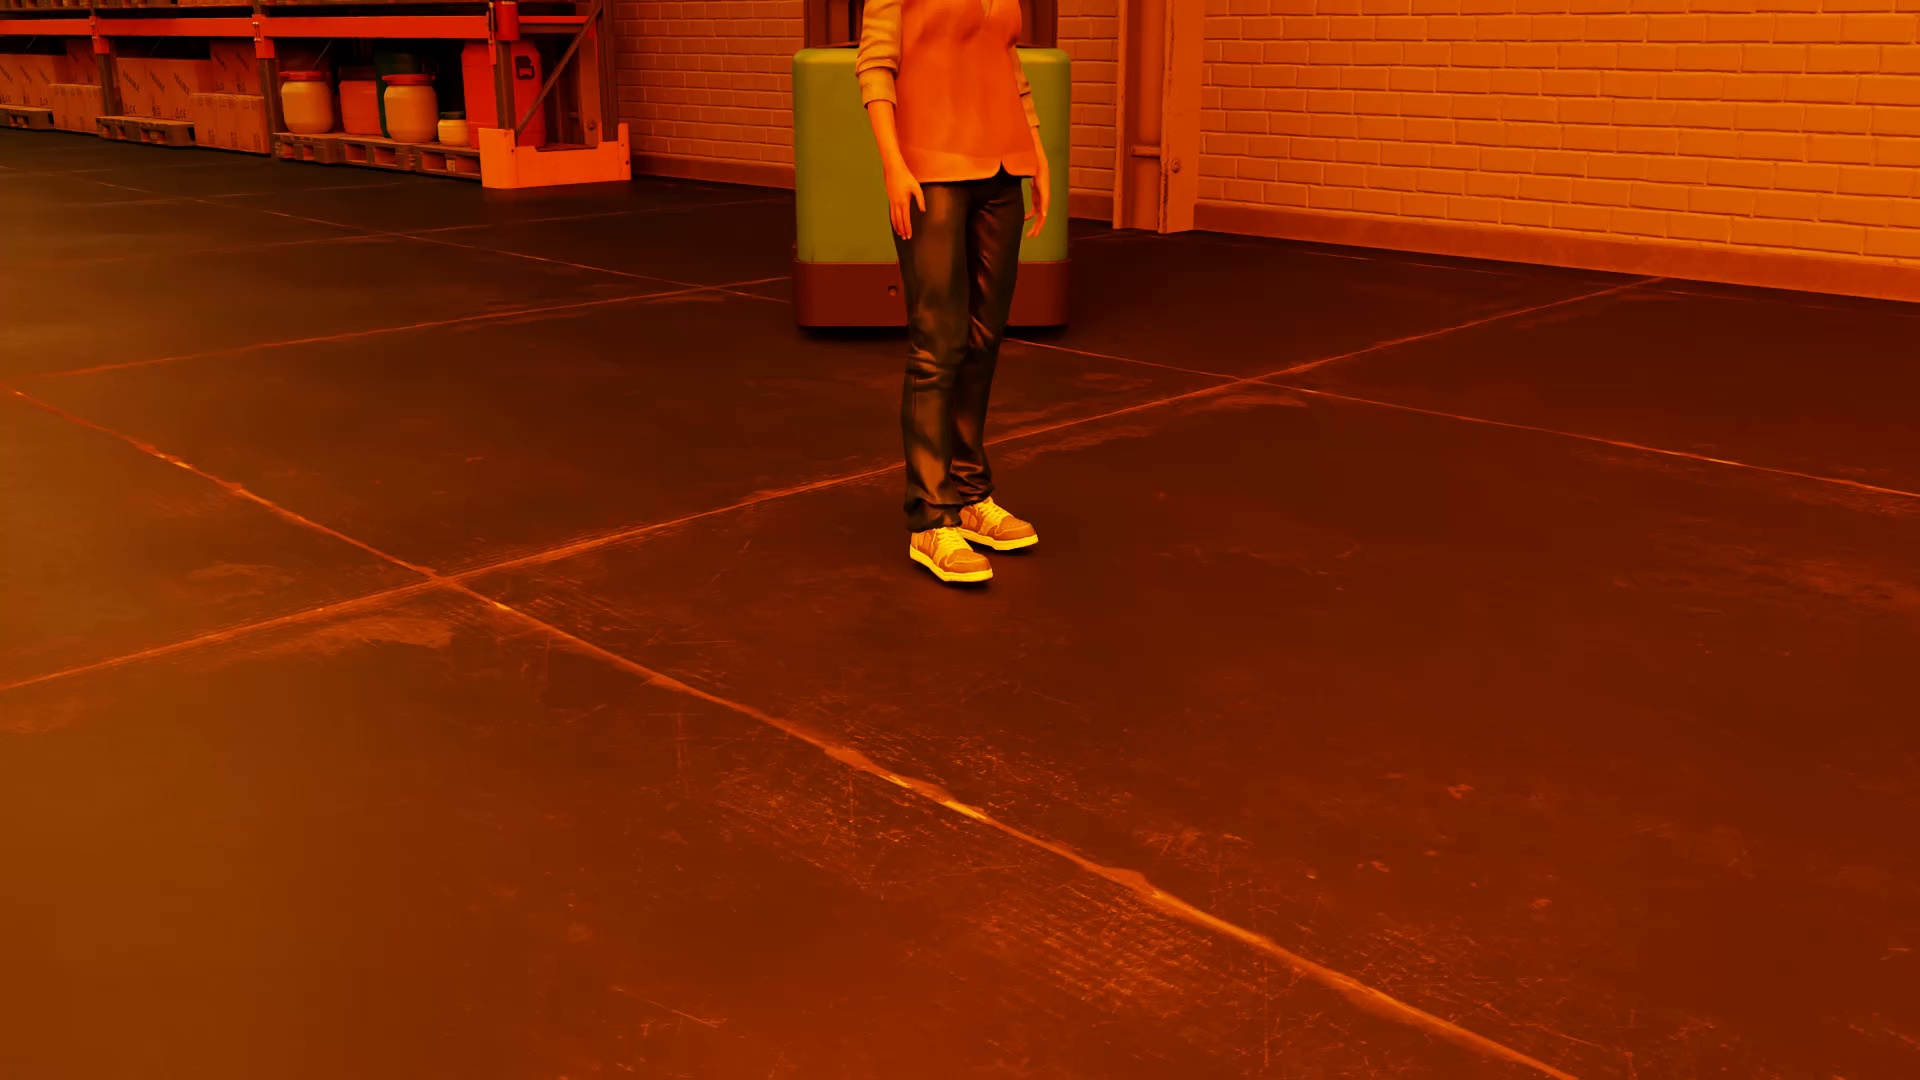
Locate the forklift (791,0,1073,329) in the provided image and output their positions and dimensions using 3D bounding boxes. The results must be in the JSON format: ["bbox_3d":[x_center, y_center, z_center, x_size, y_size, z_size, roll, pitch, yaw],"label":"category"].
[{"bbox_3d":[-0.131,-2.580,7.290,1.130,2.935,3.031,0,17,-1],"label":"forklift"}]

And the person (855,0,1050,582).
[{"bbox_3d":[0.043,-0.752,3.597,0.473,1.599,0.520,16,23,42],"label":"person"}]
